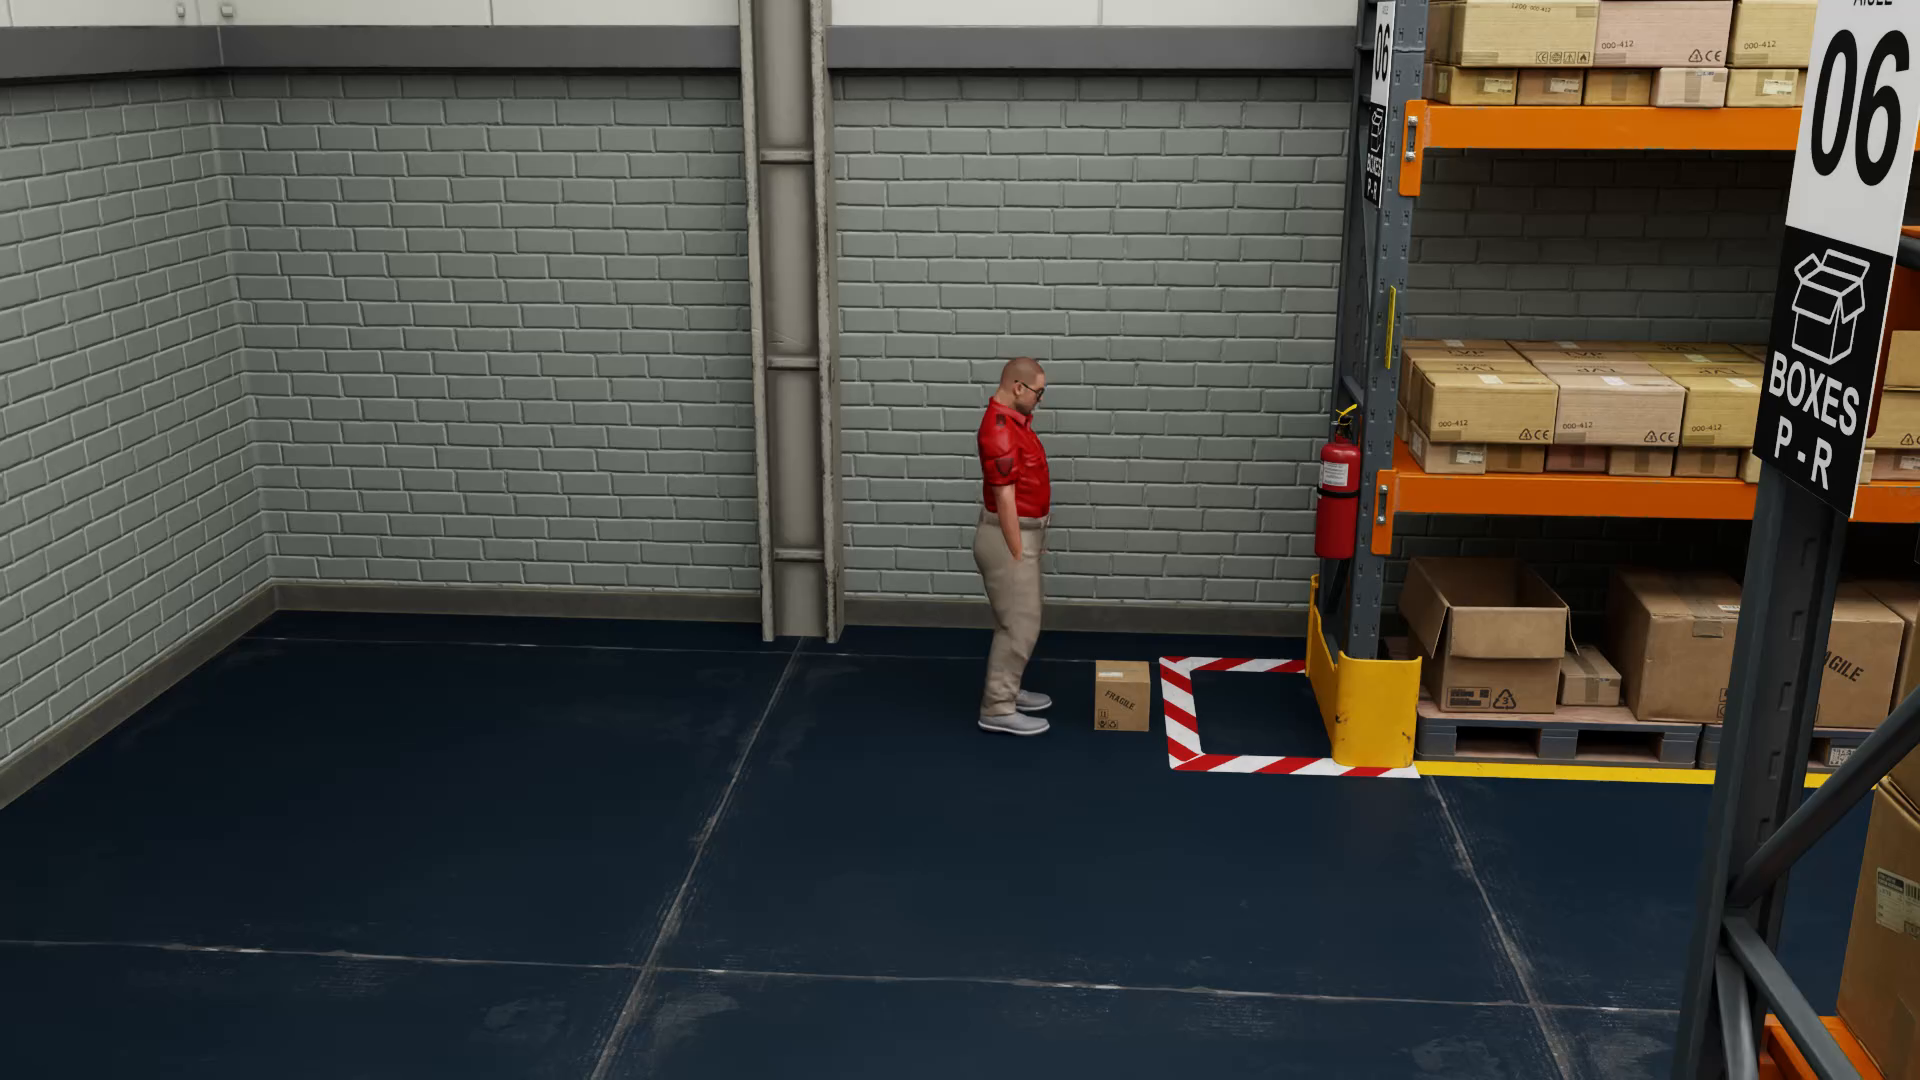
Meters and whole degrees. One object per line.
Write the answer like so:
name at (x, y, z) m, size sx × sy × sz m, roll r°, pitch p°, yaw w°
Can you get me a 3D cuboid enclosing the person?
person at (0.248, 0.011, 7.577) m, size 0.363 × 1.715 × 0.536 m, roll 2°, pitch 17°, yaw 5°
